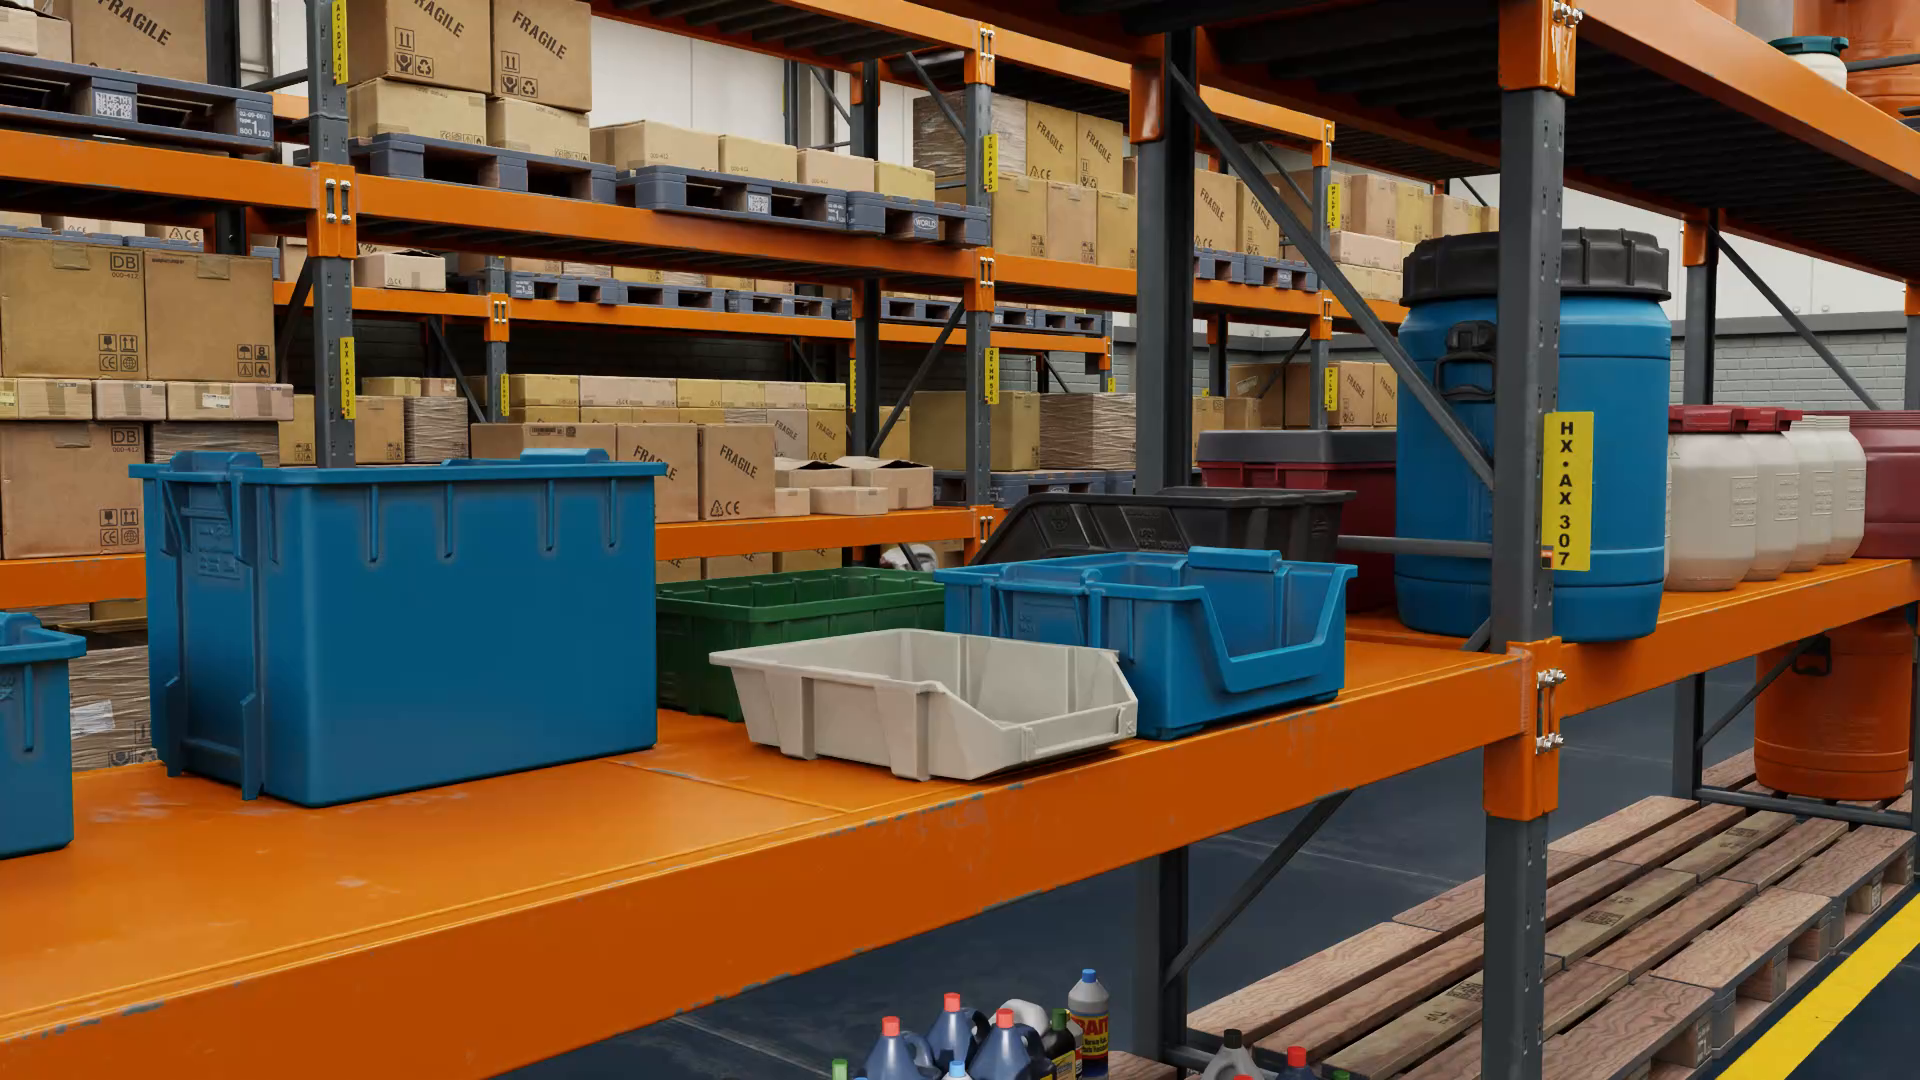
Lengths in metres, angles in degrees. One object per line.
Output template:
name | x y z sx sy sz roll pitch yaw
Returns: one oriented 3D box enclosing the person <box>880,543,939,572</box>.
person | -0.539 0.418 15.015 0.421 0.768 0.872 3 5 40
